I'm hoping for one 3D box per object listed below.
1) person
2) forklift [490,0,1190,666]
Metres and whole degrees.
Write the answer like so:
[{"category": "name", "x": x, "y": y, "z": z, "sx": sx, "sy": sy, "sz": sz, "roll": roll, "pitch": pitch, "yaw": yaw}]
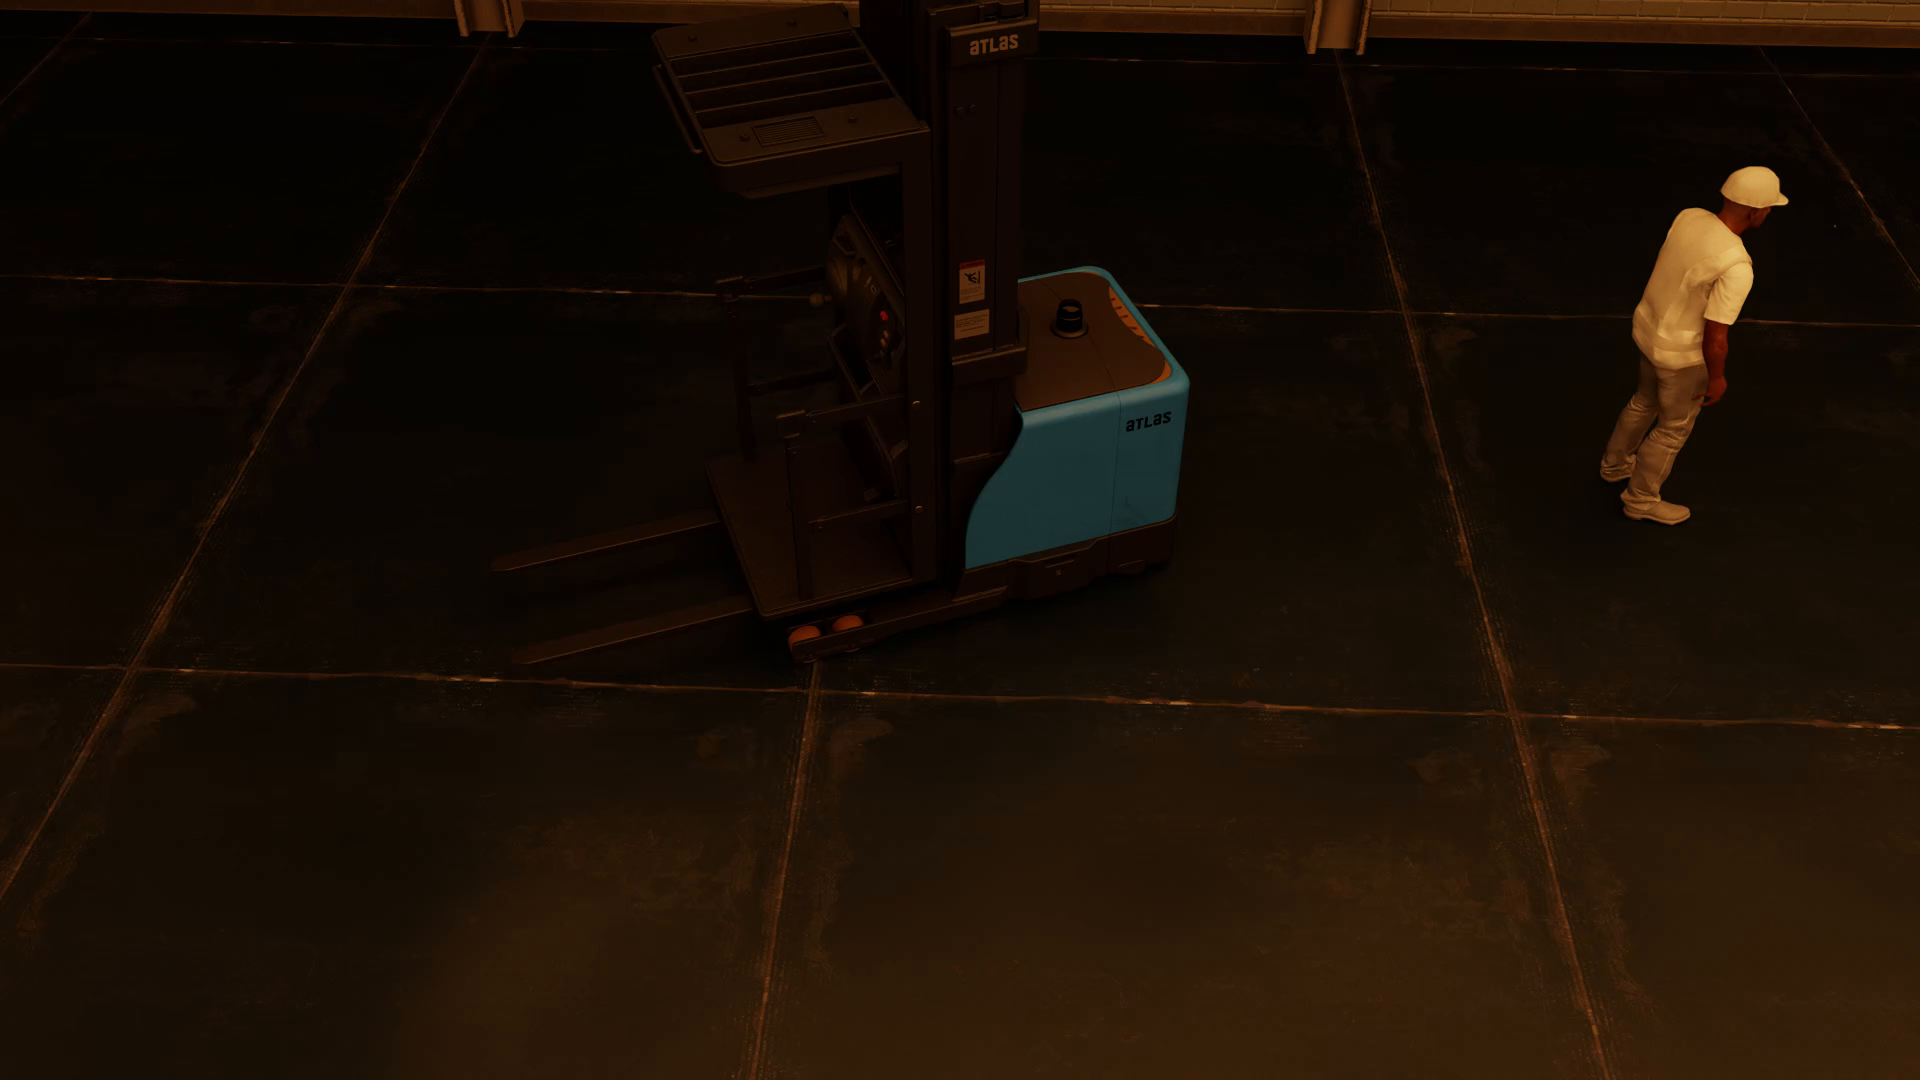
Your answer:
[{"category": "person", "x": 3.319, "y": -0.900, "z": 7.599, "sx": 0.462, "sy": 1.760, "sz": 0.636, "roll": -4, "pitch": 43, "yaw": -4}, {"category": "forklift", "x": -0.573, "y": -0.945, "z": 6.778, "sx": 3.031, "sy": 2.935, "sz": 1.130, "roll": -13, "pitch": 44, "yaw": -14}]
